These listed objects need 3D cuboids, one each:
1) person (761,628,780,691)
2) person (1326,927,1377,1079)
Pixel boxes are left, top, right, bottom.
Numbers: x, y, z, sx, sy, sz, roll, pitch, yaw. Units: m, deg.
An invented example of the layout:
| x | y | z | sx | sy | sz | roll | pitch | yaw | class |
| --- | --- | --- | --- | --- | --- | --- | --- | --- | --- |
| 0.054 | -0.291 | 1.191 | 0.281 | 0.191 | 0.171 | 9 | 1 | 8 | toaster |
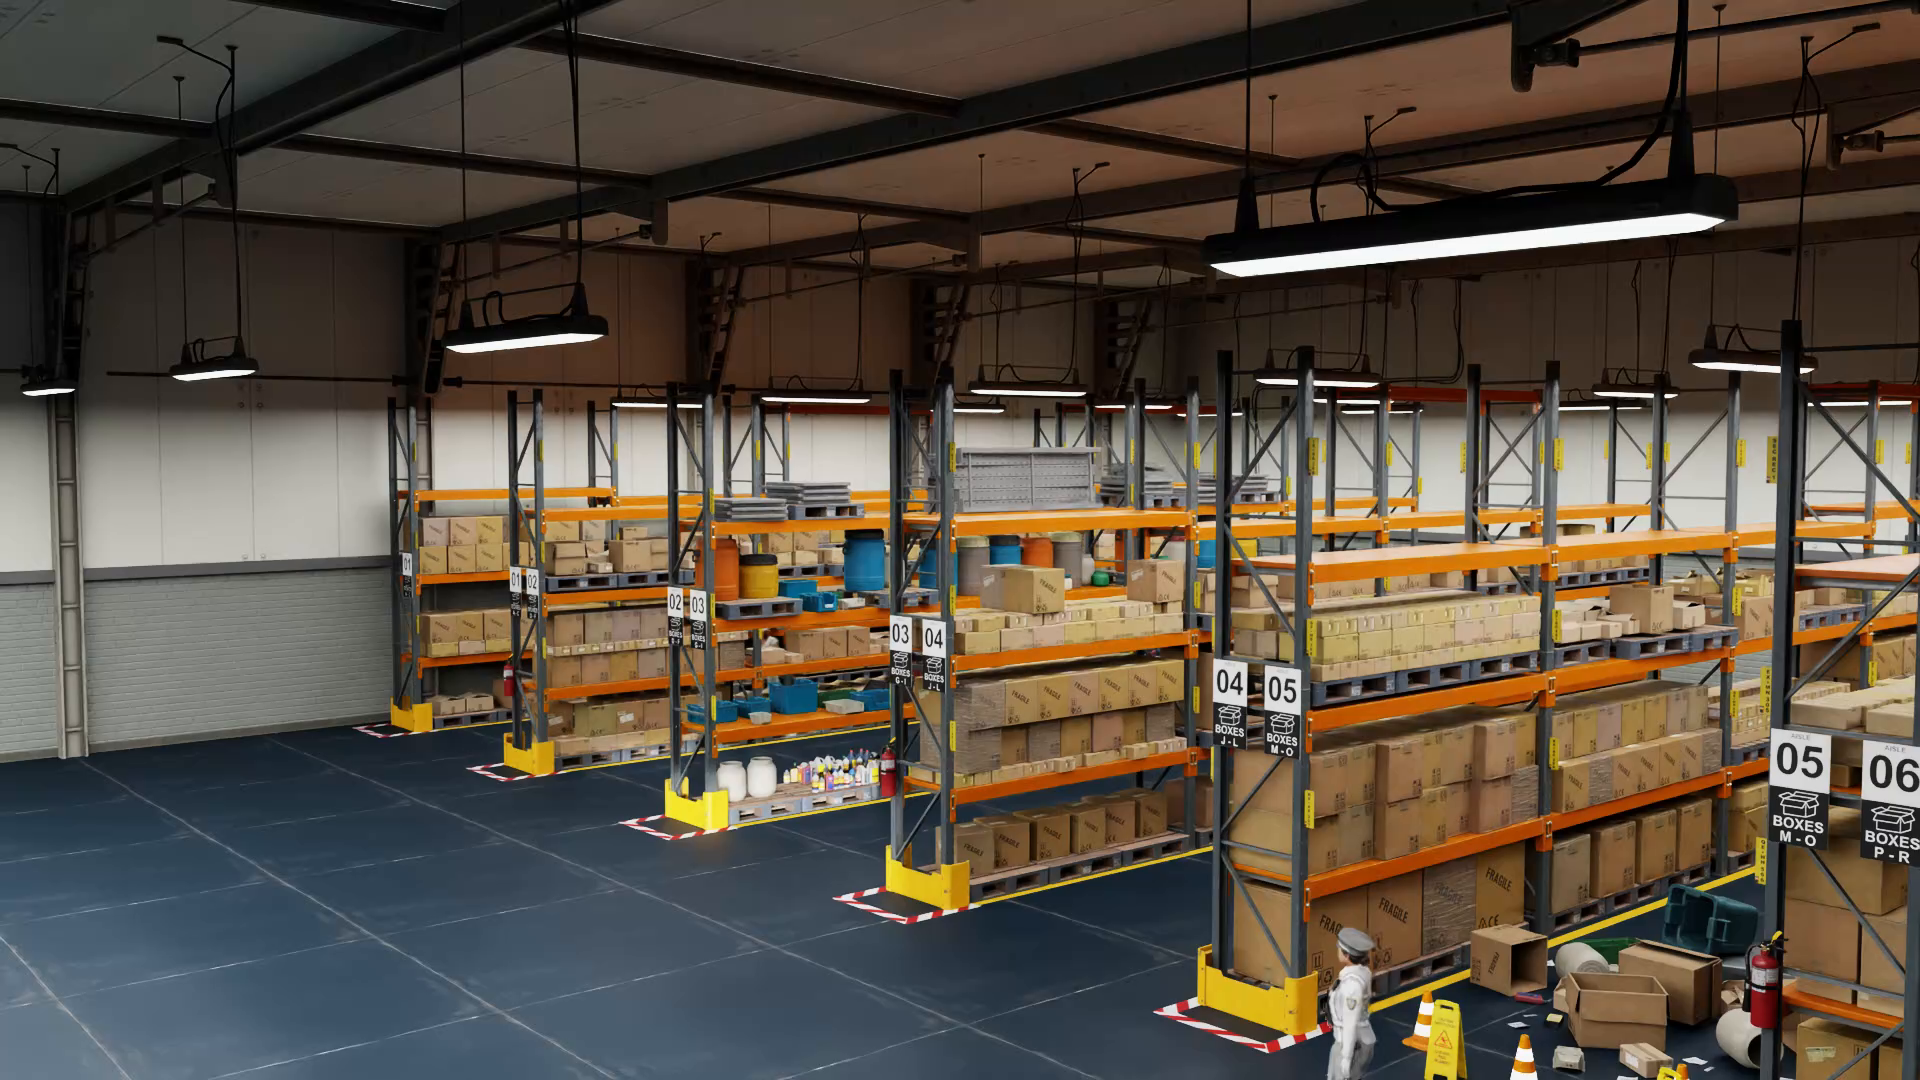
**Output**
| x | y | z | sx | sy | sz | roll | pitch | yaw | class |
| --- | --- | --- | --- | --- | --- | --- | --- | --- | --- |
| -3.605 | 2.447 | 31.590 | 0.628 | 1.767 | 0.688 | 2 | 4 | 35 | person |
| 2.868 | 3.612 | 11.897 | 0.560 | 1.673 | 0.456 | 0 | 3 | 5 | person |
